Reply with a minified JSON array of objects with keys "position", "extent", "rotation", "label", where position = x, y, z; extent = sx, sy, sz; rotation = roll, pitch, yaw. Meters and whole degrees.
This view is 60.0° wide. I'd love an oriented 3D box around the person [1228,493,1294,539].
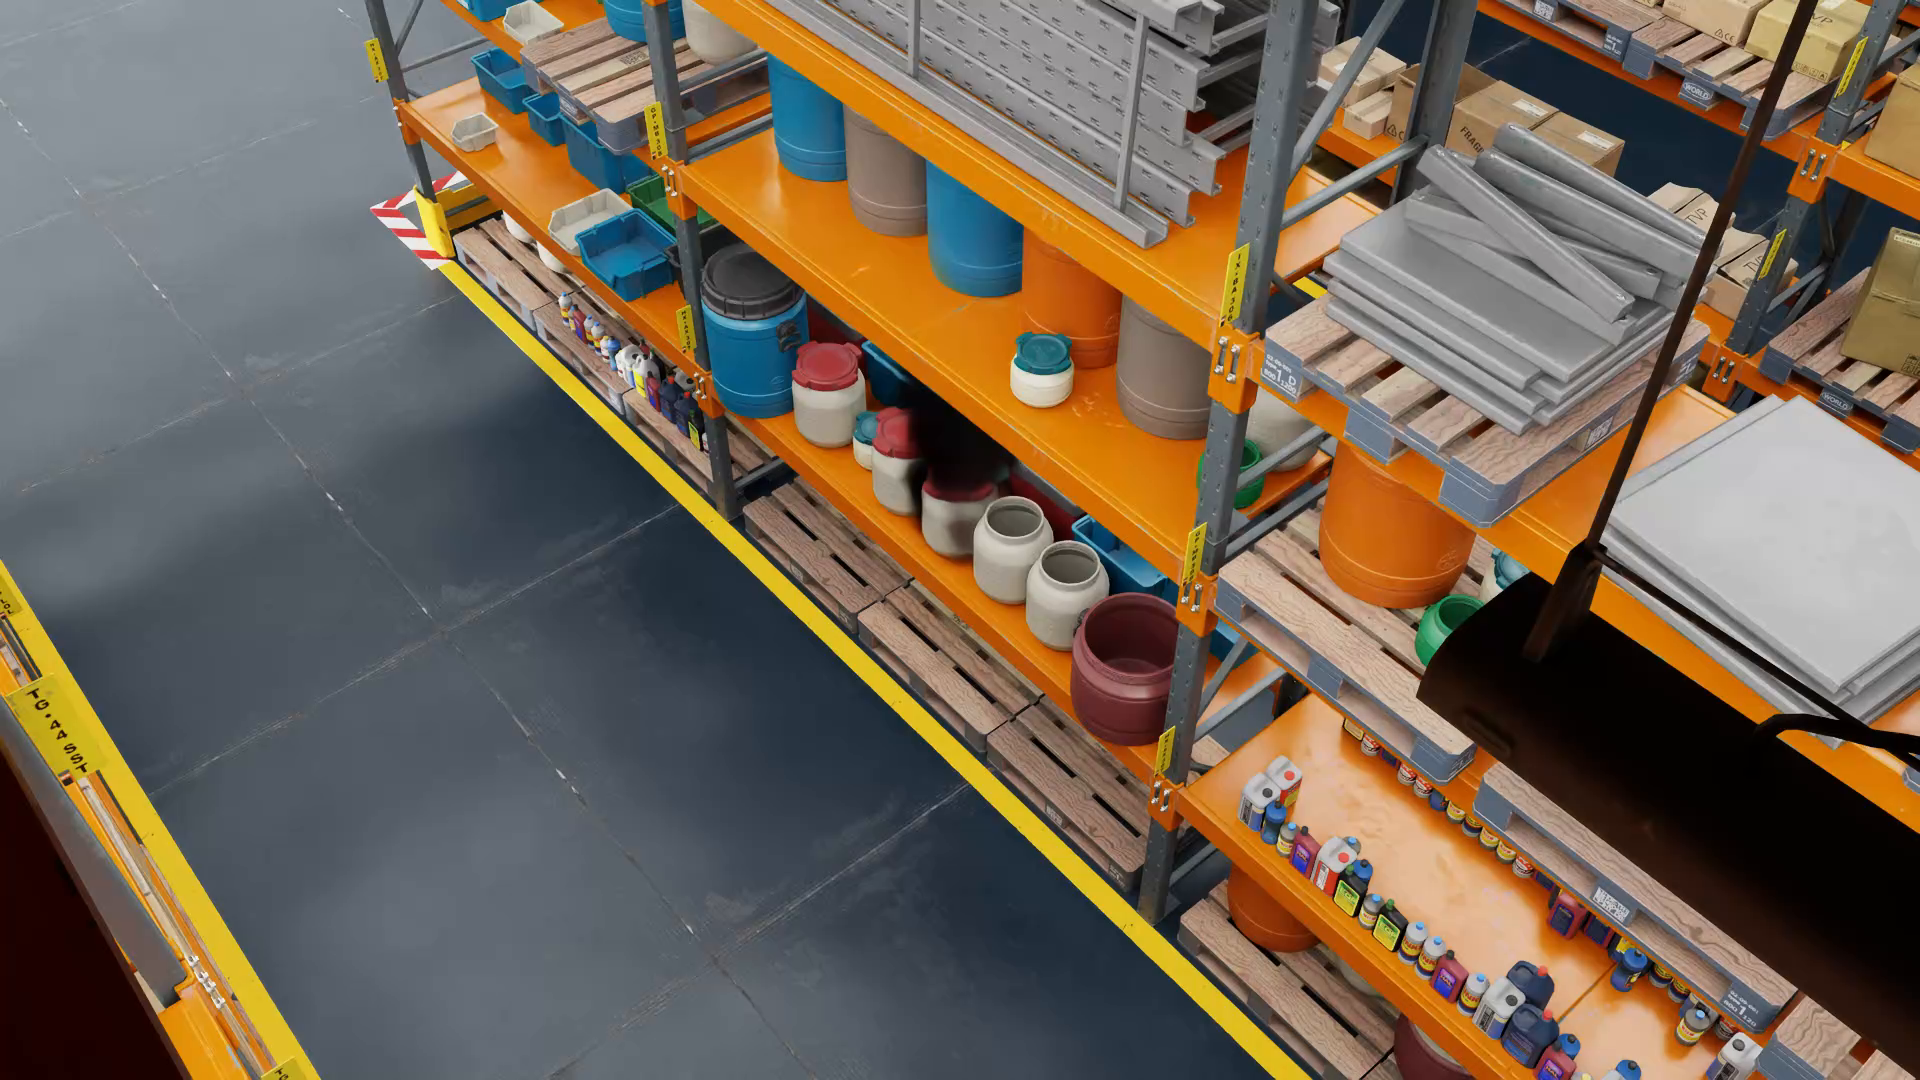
[{"position":[1.740,-0.397,9.762],"extent":[0.649,1.776,0.801],"rotation":[-33,55,-27],"label":"person"}]
